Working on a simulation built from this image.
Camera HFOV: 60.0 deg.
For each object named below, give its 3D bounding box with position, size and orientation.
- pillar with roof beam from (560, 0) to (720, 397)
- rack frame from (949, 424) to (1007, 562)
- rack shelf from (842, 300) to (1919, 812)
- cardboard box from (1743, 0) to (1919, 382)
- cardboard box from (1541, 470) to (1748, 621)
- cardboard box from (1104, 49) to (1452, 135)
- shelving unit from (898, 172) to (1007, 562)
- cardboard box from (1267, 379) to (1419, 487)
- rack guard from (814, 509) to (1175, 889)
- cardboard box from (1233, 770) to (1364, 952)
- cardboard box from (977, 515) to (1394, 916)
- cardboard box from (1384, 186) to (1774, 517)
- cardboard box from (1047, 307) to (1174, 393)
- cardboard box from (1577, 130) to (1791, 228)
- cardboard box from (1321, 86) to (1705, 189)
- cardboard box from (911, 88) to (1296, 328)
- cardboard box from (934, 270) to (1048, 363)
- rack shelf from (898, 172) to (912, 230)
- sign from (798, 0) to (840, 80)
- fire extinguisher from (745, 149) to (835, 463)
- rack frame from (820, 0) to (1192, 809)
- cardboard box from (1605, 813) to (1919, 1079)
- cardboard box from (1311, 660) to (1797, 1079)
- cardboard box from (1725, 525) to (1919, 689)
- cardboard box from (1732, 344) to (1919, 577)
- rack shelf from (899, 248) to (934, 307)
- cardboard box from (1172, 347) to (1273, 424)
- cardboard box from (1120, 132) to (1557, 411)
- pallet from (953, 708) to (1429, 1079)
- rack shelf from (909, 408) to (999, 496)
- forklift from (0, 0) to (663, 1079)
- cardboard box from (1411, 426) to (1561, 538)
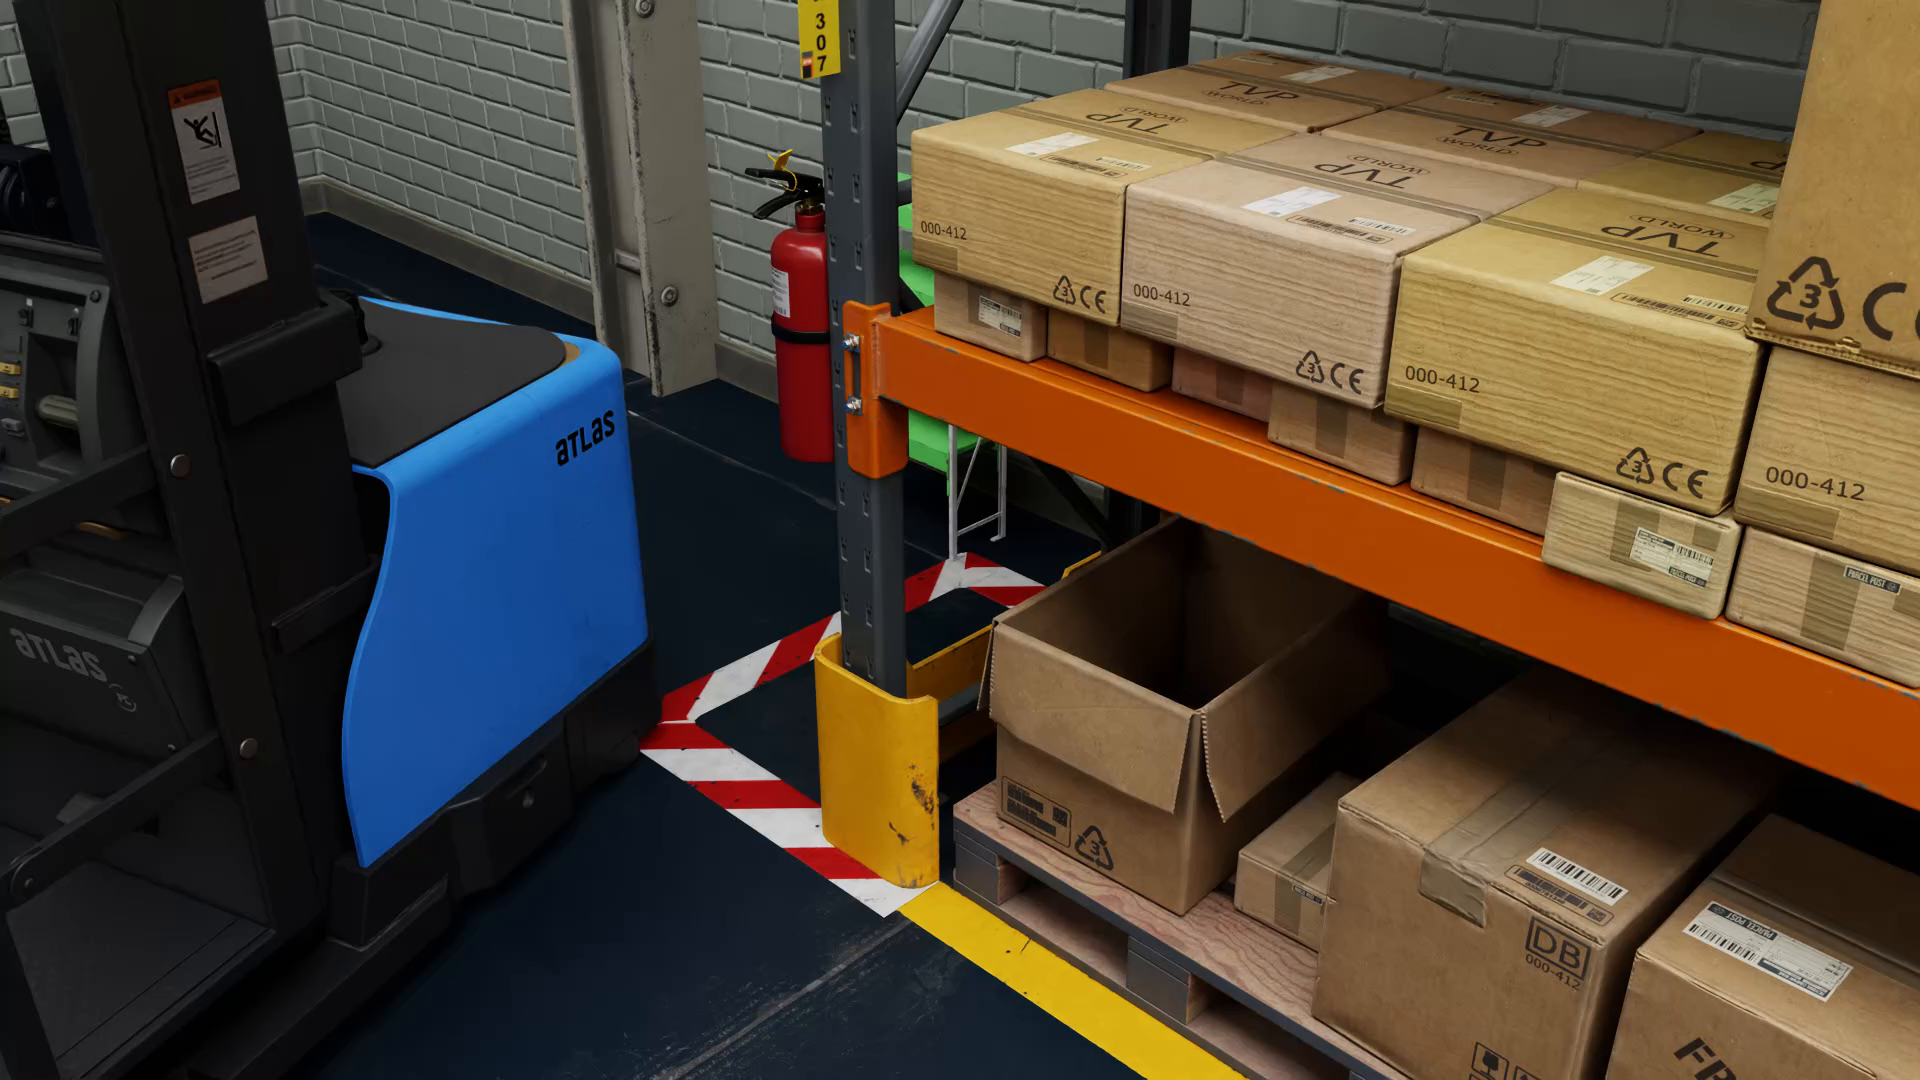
[{"bbox_3d":[-4.184,-3.208,1.681,0.400,9.000,9.100,25,36,38],"label":"pillar with roof beam"},{"bbox_3d":[0.056,-0.506,4.922,0.015,1.200,0.240,25,36,38],"label":"rack frame"},{"bbox_3d":[1.551,0.169,2.479,4.000,0.370,1.077,25,36,38],"label":"rack shelf"},{"bbox_3d":[1.330,-0.473,1.962,0.500,0.500,0.500,-24,36,-38],"label":"cardboard box"},{"bbox_3d":[1.051,-0.056,2.403,0.250,0.149,0.380,23,36,37],"label":"cardboard box"},{"bbox_3d":[0.639,-0.805,3.400,0.500,0.250,0.500,-24,36,-38],"label":"cardboard box"},{"bbox_3d":[-0.118,-0.585,5.074,0.503,1.200,0.258,25,36,38],"label":"shelving unit"},{"bbox_3d":[0.730,-0.248,2.769,0.380,0.149,0.250,-24,36,-38],"label":"cardboard box"},{"bbox_3d":[0.179,0.329,4.087,0.348,0.500,1.175,25,36,38],"label":"rack guard"},{"bbox_3d":[0.771,0.656,3.391,0.250,0.149,0.380,23,35,37],"label":"cardboard box"},{"bbox_3d":[0.495,0.348,3.597,0.637,0.503,0.797,23,35,37],"label":"cardboard box"},{"bbox_3d":[0.983,-0.301,2.442,0.500,0.250,0.500,24,36,37],"label":"cardboard box"},{"bbox_3d":[0.381,-0.425,3.105,0.380,0.149,0.250,-24,36,-38],"label":"cardboard box"},{"bbox_3d":[1.356,-0.474,2.769,0.500,0.250,0.500,-24,36,-38],"label":"cardboard box"},{"bbox_3d":[1.006,-0.637,3.080,0.500,0.250,0.500,25,36,39],"label":"cardboard box"},{"bbox_3d":[0.260,-0.630,3.067,0.500,0.250,0.500,25,37,39],"label":"cardboard box"},{"bbox_3d":[0.167,-0.493,3.234,0.250,0.149,0.380,24,36,38],"label":"cardboard box"},{"bbox_3d":[-0.118,-0.953,4.880,0.480,0.148,0.258,25,36,38],"label":"rack shelf"},{"bbox_3d":[-0.255,-1.005,3.009,0.005,0.325,0.100,25,36,38],"label":"sign"},{"bbox_3d":[-0.304,-0.498,3.457,0.183,0.674,0.296,25,36,38],"label":"fire extinguisher"},{"bbox_3d":[0.125,-0.802,3.553,0.127,3.000,1.000,25,36,38],"label":"rack frame"},{"bbox_3d":[1.384,0.847,2.651,0.500,0.500,0.500,-24,36,-38],"label":"cardboard box"},{"bbox_3d":[1.077,0.641,3.042,0.700,0.500,0.500,-24,36,-37],"label":"cardboard box"},{"bbox_3d":[1.253,0.023,2.253,0.380,0.149,0.250,-24,36,-38],"label":"cardboard box"},{"bbox_3d":[1.363,-0.142,2.138,0.500,0.250,0.500,23,36,37],"label":"cardboard box"},{"bbox_3d":[-0.118,-0.741,4.992,0.480,0.148,0.258,25,36,38],"label":"rack shelf"},{"bbox_3d":[0.593,-0.351,2.964,0.250,0.149,0.380,24,36,38],"label":"cardboard box"},{"bbox_3d":[0.620,-0.466,2.754,0.500,0.250,0.500,-25,37,-39],"label":"cardboard box"},{"bbox_3d":[0.749,0.717,3.660,1.213,0.211,1.003,25,36,38],"label":"pallet"},{"bbox_3d":[-0.118,-0.316,5.215,0.480,0.148,0.258,25,36,38],"label":"rack shelf"},{"bbox_3d":[-1.846,-0.275,2.623,1.130,2.935,3.031,12,30,22],"label":"forklift"},{"bbox_3d":[0.924,-0.163,2.607,0.380,0.149,0.250,-25,36,-38],"label":"cardboard box"}]
